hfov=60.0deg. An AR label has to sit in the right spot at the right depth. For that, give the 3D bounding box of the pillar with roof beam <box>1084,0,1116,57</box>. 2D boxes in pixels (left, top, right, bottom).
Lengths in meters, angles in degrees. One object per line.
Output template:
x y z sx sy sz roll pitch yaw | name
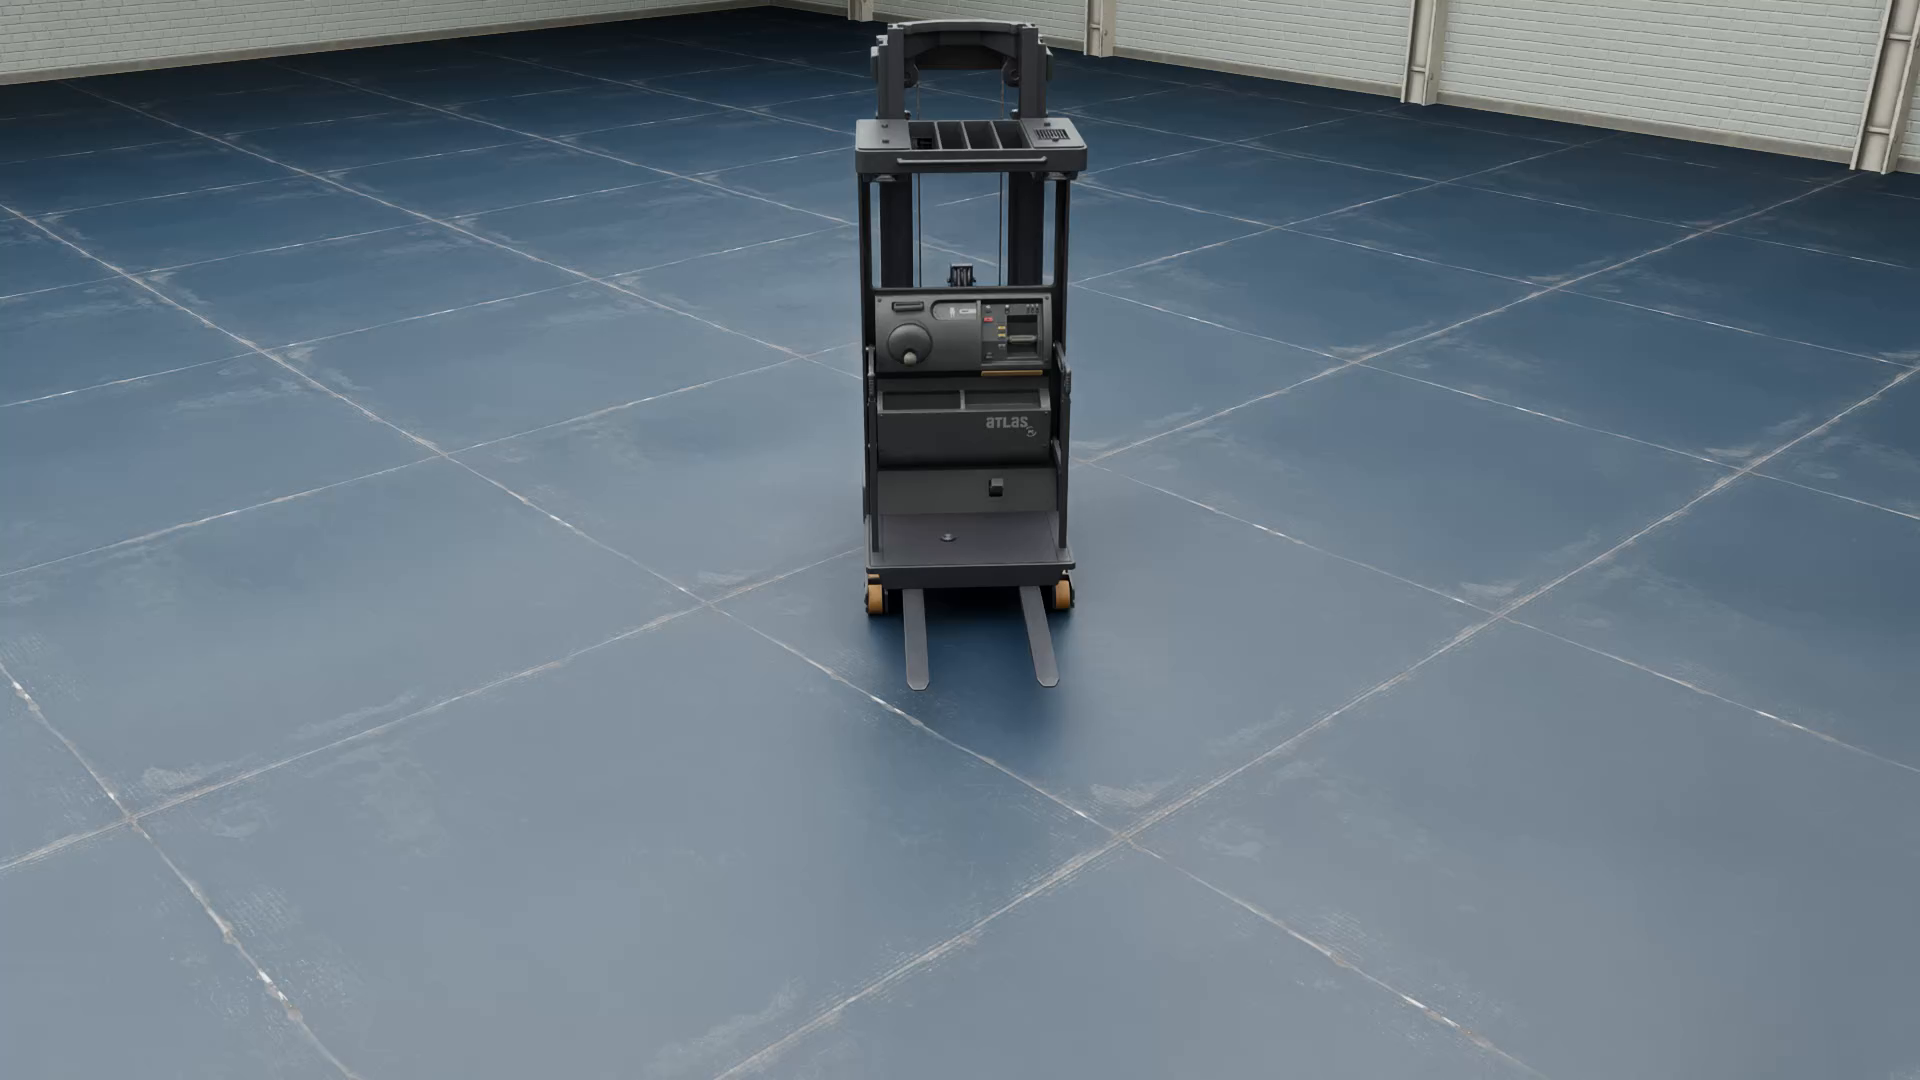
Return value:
-0.888 -10.753 22.479 9.100 9.000 0.400 -21 32 -38 | pillar with roof beam

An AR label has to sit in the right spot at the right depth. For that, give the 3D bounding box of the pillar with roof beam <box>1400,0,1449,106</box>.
3.213 -8.935 18.494 9.100 9.000 0.400 -21 32 -38 | pillar with roof beam

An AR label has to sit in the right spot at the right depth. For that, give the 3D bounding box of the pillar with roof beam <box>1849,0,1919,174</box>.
7.314 -7.117 14.509 9.100 9.000 0.400 -21 32 -38 | pillar with roof beam

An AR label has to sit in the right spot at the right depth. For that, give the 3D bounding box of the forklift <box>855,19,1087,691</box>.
0.033 -1.072 8.569 1.130 2.935 3.031 -1 25 -3 | forklift

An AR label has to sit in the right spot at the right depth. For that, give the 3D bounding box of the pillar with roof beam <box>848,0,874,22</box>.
-4.989 -12.571 26.463 9.100 9.000 0.400 -21 32 -38 | pillar with roof beam
